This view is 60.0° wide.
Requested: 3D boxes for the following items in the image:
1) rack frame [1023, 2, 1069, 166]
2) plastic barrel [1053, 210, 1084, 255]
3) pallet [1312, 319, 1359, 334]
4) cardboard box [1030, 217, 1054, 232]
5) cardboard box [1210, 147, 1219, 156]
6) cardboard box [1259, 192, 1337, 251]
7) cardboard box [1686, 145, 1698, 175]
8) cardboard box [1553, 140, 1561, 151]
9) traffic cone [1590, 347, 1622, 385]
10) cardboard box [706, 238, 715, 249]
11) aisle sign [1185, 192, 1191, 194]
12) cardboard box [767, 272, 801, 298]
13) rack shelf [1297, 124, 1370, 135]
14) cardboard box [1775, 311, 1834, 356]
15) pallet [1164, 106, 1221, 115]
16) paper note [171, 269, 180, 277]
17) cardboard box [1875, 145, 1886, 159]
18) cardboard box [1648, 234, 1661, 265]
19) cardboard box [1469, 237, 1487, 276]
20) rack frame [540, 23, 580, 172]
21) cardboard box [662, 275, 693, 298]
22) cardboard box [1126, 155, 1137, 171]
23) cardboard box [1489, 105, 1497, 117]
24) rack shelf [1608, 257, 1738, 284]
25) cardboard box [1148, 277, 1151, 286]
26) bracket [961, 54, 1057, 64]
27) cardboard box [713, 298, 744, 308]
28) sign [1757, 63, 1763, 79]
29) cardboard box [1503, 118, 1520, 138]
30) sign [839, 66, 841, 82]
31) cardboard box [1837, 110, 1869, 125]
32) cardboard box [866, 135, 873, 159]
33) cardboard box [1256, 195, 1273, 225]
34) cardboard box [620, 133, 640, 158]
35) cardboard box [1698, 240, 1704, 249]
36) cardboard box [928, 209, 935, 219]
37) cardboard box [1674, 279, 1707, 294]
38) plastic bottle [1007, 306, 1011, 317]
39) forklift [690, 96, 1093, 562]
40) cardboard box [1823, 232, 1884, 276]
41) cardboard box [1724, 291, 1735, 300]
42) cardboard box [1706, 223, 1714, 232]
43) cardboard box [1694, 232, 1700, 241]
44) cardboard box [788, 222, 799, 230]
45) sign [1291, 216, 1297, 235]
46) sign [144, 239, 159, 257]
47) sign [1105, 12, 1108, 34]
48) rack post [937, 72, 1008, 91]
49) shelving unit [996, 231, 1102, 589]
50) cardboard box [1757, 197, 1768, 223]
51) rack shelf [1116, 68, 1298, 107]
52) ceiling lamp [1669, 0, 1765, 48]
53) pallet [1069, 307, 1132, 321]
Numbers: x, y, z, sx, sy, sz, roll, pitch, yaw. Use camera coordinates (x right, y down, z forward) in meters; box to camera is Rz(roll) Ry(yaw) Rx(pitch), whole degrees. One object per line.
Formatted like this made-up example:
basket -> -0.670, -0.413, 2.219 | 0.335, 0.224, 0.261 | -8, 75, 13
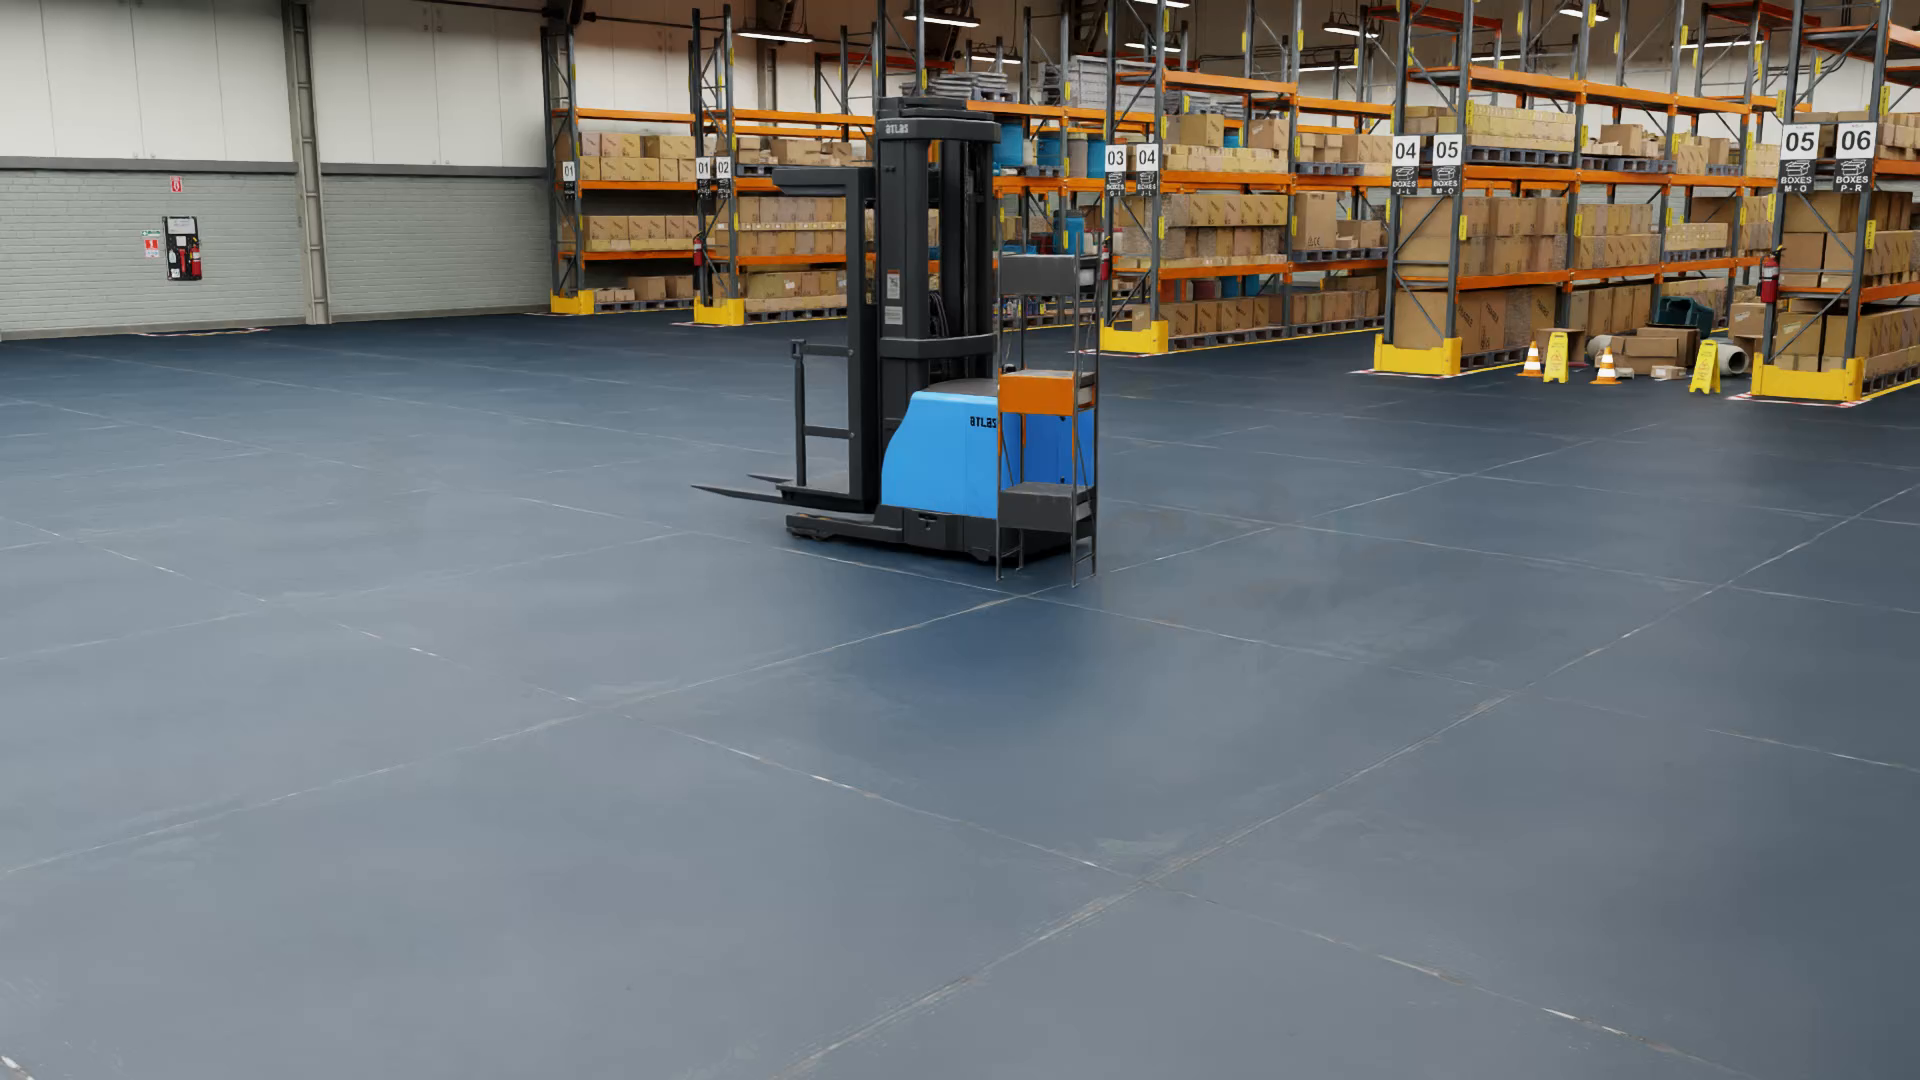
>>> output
rack frame -> 1.621, -8.640, 31.700 | 1.000, 3.000, 0.127 | 10, 15, 40
plastic barrel -> 2.103, -5.961, 32.327 | 0.600, 0.901, 0.708 | 10, 15, 40
pallet -> 6.659, -3.985, 30.832 | 1.003, 0.211, 1.213 | 10, 15, 40
cardboard box -> 2.063, -7.503, 39.997 | 0.700, 0.500, 0.500 | 6, 13, 26
cardboard box -> 3.940, -6.260, 26.806 | 0.380, 0.149, 0.250 | 9, 14, 38
cardboard box -> 5.971, -5.656, 29.476 | 1.000, 1.000, 1.000 | 10, 15, 41
cardboard box -> 12.542, -6.634, 29.061 | 0.500, 0.500, 0.500 | 10, 15, 40
cardboard box -> 8.664, -5.834, 24.624 | 0.380, 0.149, 0.250 | 10, 15, 41
traffic cone -> 8.401, -2.267, 21.588 | 0.336, 0.463, 0.334 | 10, 15, 40
cardboard box -> -5.906, -6.806, 38.168 | 0.500, 0.250, 0.500 | 10, 15, 40
aisle sign -> 6.099, -9.350, 43.934 | 0.394, 0.787, 0.004 | 10, 15, 40
cardboard box -> -3.568, -5.175, 33.702 | 0.500, 0.500, 0.500 | 10, 15, 40
rack shelf -> 8.222, -9.562, 39.176 | 1.077, 0.370, 4.000 | 10, 15, 40
cardboard box -> 10.478, -2.565, 20.634 | 0.500, 0.500, 0.500 | 10, 15, 41
pallet -> 4.760, -9.042, 35.216 | 1.213, 0.211, 1.003 | 10, 15, 40
paper note -> -14.439, -4.915, 30.615 | 0.016, 0.148, 0.142 | 10, 15, 40
cardboard box -> 10.608, -4.542, 19.485 | 0.380, 0.149, 0.250 | 10, 15, 40
cardboard box -> 11.545, -4.938, 28.227 | 0.500, 0.500, 0.500 | 10, 15, 40
cardboard box -> 6.917, -4.031, 23.557 | 0.875, 0.550, 0.550 | 10, 15, 40
rack frame -> -8.462, -9.332, 35.167 | 1.000, 3.000, 0.127 | 10, 15, 40
cardboard box -> -6.476, -5.811, 38.112 | 0.500, 0.500, 0.500 | 8, 14, 36
cardboard box -> 2.828, -5.970, 26.375 | 0.500, 0.250, 0.500 | 10, 15, 42
cardboard box -> 7.154, -5.889, 22.864 | 0.380, 0.149, 0.250 | 10, 15, 40
rack shelf -> 12.961, -4.931, 30.287 | 1.077, 0.370, 4.000 | 10, 15, 40
cardboard box -> 5.000, -6.724, 43.322 | 0.500, 0.250, 0.500 | 10, 15, 40
bracket -> 1.513, -13.472, 46.703 | 0.076, 0.066, 4.783 | 10, 15, 40
cardboard box -> -4.606, -4.725, 33.365 | 0.500, 0.250, 0.500 | 10, 15, 40
sign -> 16.514, -9.676, 34.300 | 0.100, 0.325, 0.005 | 10, 15, 40
cardboard box -> 7.538, -5.798, 23.427 | 0.500, 0.250, 0.500 | 10, 15, 40
sign -> -2.513, -9.846, 35.152 | 0.100, 0.325, 0.005 | 10, 15, 40
cardboard box -> 10.533, -4.952, 19.502 | 0.380, 0.149, 0.250 | 10, 15, 40
cardboard box -> -1.661, -8.396, 35.532 | 0.500, 0.500, 0.500 | 10, 15, 41
cardboard box -> 4.922, -5.567, 28.066 | 0.500, 0.500, 0.500 | 10, 15, 40
cardboard box -> -7.326, -8.580, 36.199 | 0.500, 0.500, 0.500 | 10, 15, 42
cardboard box -> 13.310, -5.385, 30.290 | 0.380, 0.149, 0.250 | 11, 15, 43
cardboard box -> -1.001, -8.553, 43.599 | 0.500, 0.250, 0.500 | 10, 15, 42
cardboard box -> 13.292, -4.631, 30.339 | 0.500, 0.250, 0.500 | 9, 14, 38
plastic bottle -> 0.905, -4.289, 31.257 | 0.097, 0.201, 0.097 | 0, 11, 0
forklift -> -0.586, -1.504, 11.463 | 3.031, 2.935, 1.130 | 8, 14, 35
cardboard box -> 10.666, -3.417, 19.850 | 0.500, 0.500, 0.500 | 9, 15, 39
cardboard box -> 14.664, -4.702, 31.989 | 0.380, 0.149, 0.250 | 11, 15, 43
cardboard box -> 13.641, -5.753, 30.611 | 0.380, 0.149, 0.250 | 10, 15, 40
cardboard box -> 13.135, -5.494, 30.074 | 0.380, 0.149, 0.250 | 11, 15, 42
cardboard box -> -3.469, -6.337, 33.577 | 0.380, 0.149, 0.250 | 10, 15, 40
sign -> 5.754, -5.413, 28.651 | 0.100, 0.325, 0.005 | 10, 15, 40
sign -> -14.712, -5.313, 30.270 | 0.001, 0.329, 0.234 | 10, 15, 40
sign -> 2.297, -8.021, 25.815 | 0.100, 0.325, 0.005 | 10, 15, 40
rack post -> 0.236, -8.303, 30.208 | 0.937, 0.300, 0.954 | 9, 15, 39
shelving unit -> 0.534, -0.794, 10.035 | 0.503, 2.100, 0.431 | 5, 12, 24
cardboard box -> 15.449, -6.447, 32.470 | 0.500, 0.500, 0.500 | 10, 15, 41
rack shelf -> 4.021, -7.351, 27.091 | 1.077, 0.370, 4.000 | 10, 15, 40
ceiling lamp -> 16.939, -12.695, 37.097 | 2.000, 3.185, 0.800 | 10, 15, 40
pallet -> 2.915, -4.631, 34.067 | 1.003, 0.211, 1.213 | 10, 15, 40
